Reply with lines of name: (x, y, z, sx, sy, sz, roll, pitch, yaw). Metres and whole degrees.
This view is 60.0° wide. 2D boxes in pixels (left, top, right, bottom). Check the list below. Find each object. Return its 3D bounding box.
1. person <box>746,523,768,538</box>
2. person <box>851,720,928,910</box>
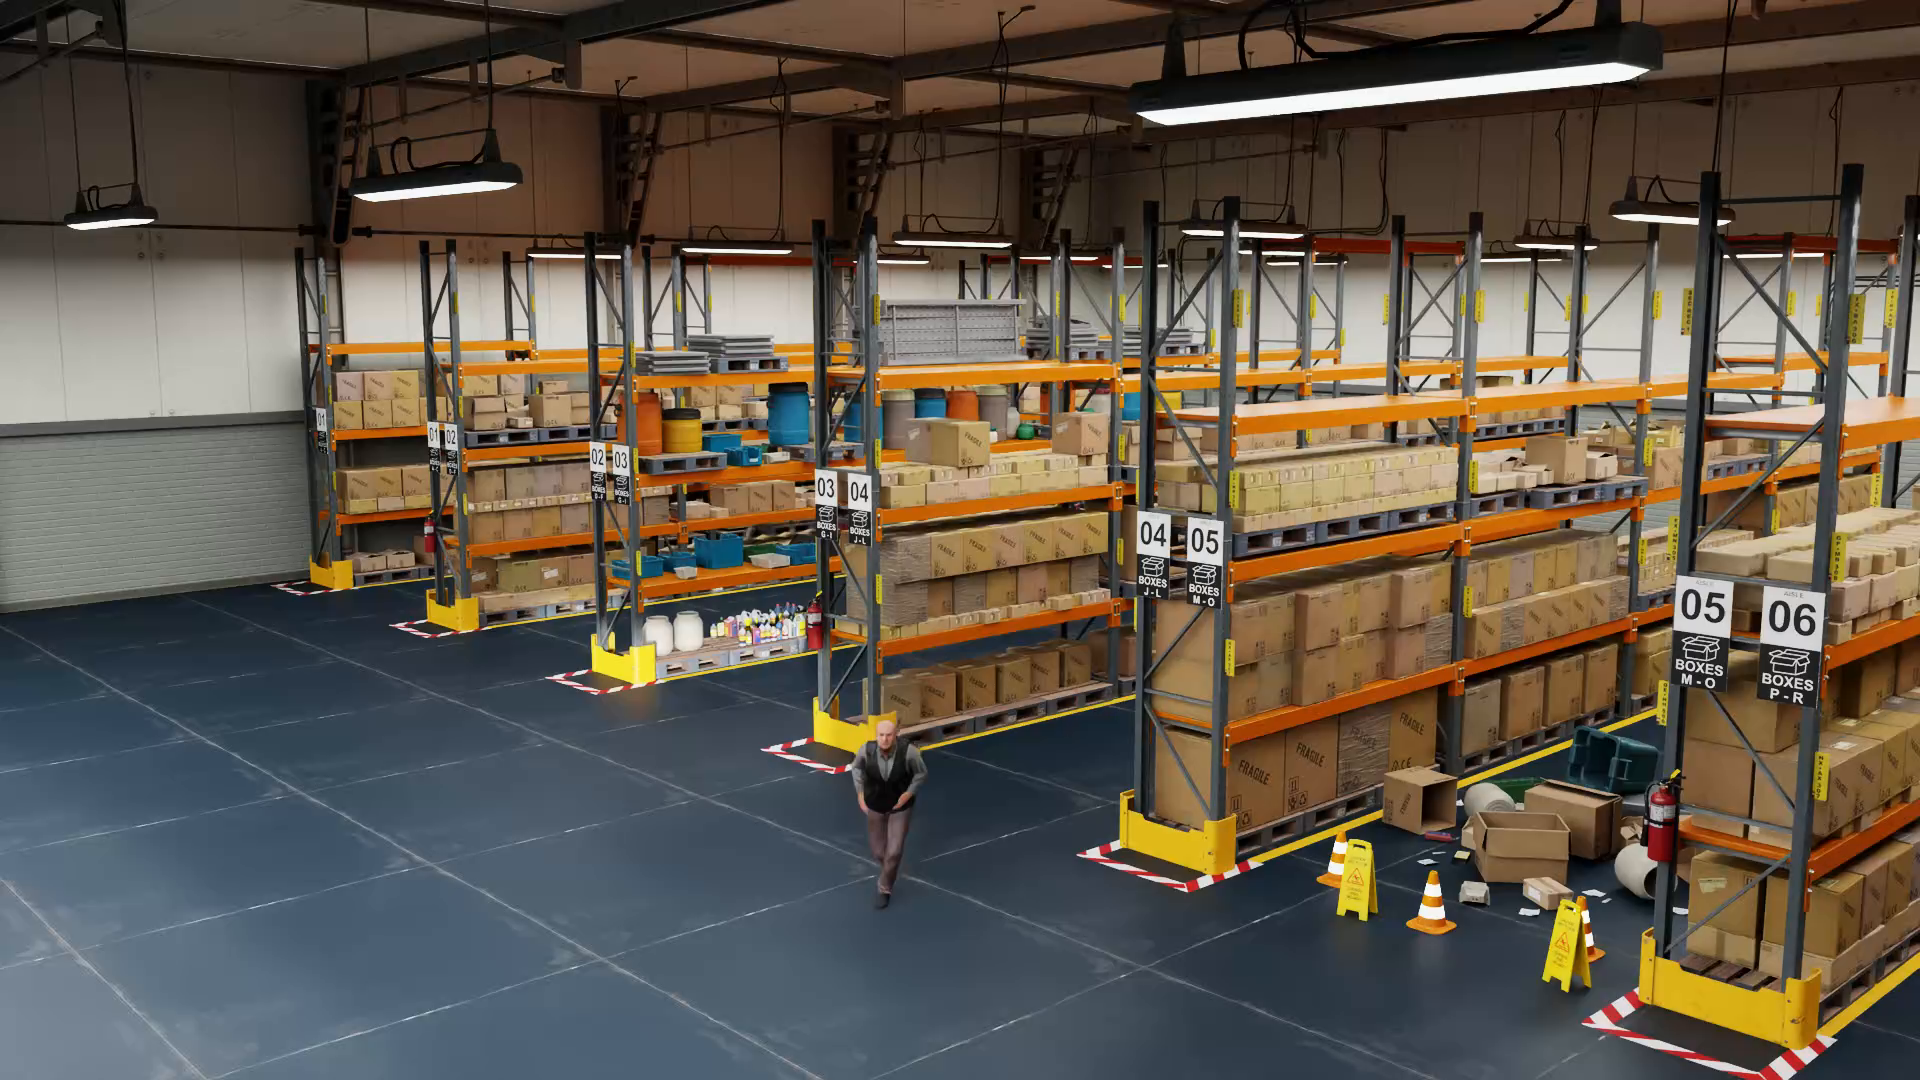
person: (-3.825, -0.290, 32.040, 0.980, 1.627, 0.655, -7, 11, -41)
person: (-0.602, 2.299, 14.247, 0.655, 1.666, 0.745, 0, 8, 0)
